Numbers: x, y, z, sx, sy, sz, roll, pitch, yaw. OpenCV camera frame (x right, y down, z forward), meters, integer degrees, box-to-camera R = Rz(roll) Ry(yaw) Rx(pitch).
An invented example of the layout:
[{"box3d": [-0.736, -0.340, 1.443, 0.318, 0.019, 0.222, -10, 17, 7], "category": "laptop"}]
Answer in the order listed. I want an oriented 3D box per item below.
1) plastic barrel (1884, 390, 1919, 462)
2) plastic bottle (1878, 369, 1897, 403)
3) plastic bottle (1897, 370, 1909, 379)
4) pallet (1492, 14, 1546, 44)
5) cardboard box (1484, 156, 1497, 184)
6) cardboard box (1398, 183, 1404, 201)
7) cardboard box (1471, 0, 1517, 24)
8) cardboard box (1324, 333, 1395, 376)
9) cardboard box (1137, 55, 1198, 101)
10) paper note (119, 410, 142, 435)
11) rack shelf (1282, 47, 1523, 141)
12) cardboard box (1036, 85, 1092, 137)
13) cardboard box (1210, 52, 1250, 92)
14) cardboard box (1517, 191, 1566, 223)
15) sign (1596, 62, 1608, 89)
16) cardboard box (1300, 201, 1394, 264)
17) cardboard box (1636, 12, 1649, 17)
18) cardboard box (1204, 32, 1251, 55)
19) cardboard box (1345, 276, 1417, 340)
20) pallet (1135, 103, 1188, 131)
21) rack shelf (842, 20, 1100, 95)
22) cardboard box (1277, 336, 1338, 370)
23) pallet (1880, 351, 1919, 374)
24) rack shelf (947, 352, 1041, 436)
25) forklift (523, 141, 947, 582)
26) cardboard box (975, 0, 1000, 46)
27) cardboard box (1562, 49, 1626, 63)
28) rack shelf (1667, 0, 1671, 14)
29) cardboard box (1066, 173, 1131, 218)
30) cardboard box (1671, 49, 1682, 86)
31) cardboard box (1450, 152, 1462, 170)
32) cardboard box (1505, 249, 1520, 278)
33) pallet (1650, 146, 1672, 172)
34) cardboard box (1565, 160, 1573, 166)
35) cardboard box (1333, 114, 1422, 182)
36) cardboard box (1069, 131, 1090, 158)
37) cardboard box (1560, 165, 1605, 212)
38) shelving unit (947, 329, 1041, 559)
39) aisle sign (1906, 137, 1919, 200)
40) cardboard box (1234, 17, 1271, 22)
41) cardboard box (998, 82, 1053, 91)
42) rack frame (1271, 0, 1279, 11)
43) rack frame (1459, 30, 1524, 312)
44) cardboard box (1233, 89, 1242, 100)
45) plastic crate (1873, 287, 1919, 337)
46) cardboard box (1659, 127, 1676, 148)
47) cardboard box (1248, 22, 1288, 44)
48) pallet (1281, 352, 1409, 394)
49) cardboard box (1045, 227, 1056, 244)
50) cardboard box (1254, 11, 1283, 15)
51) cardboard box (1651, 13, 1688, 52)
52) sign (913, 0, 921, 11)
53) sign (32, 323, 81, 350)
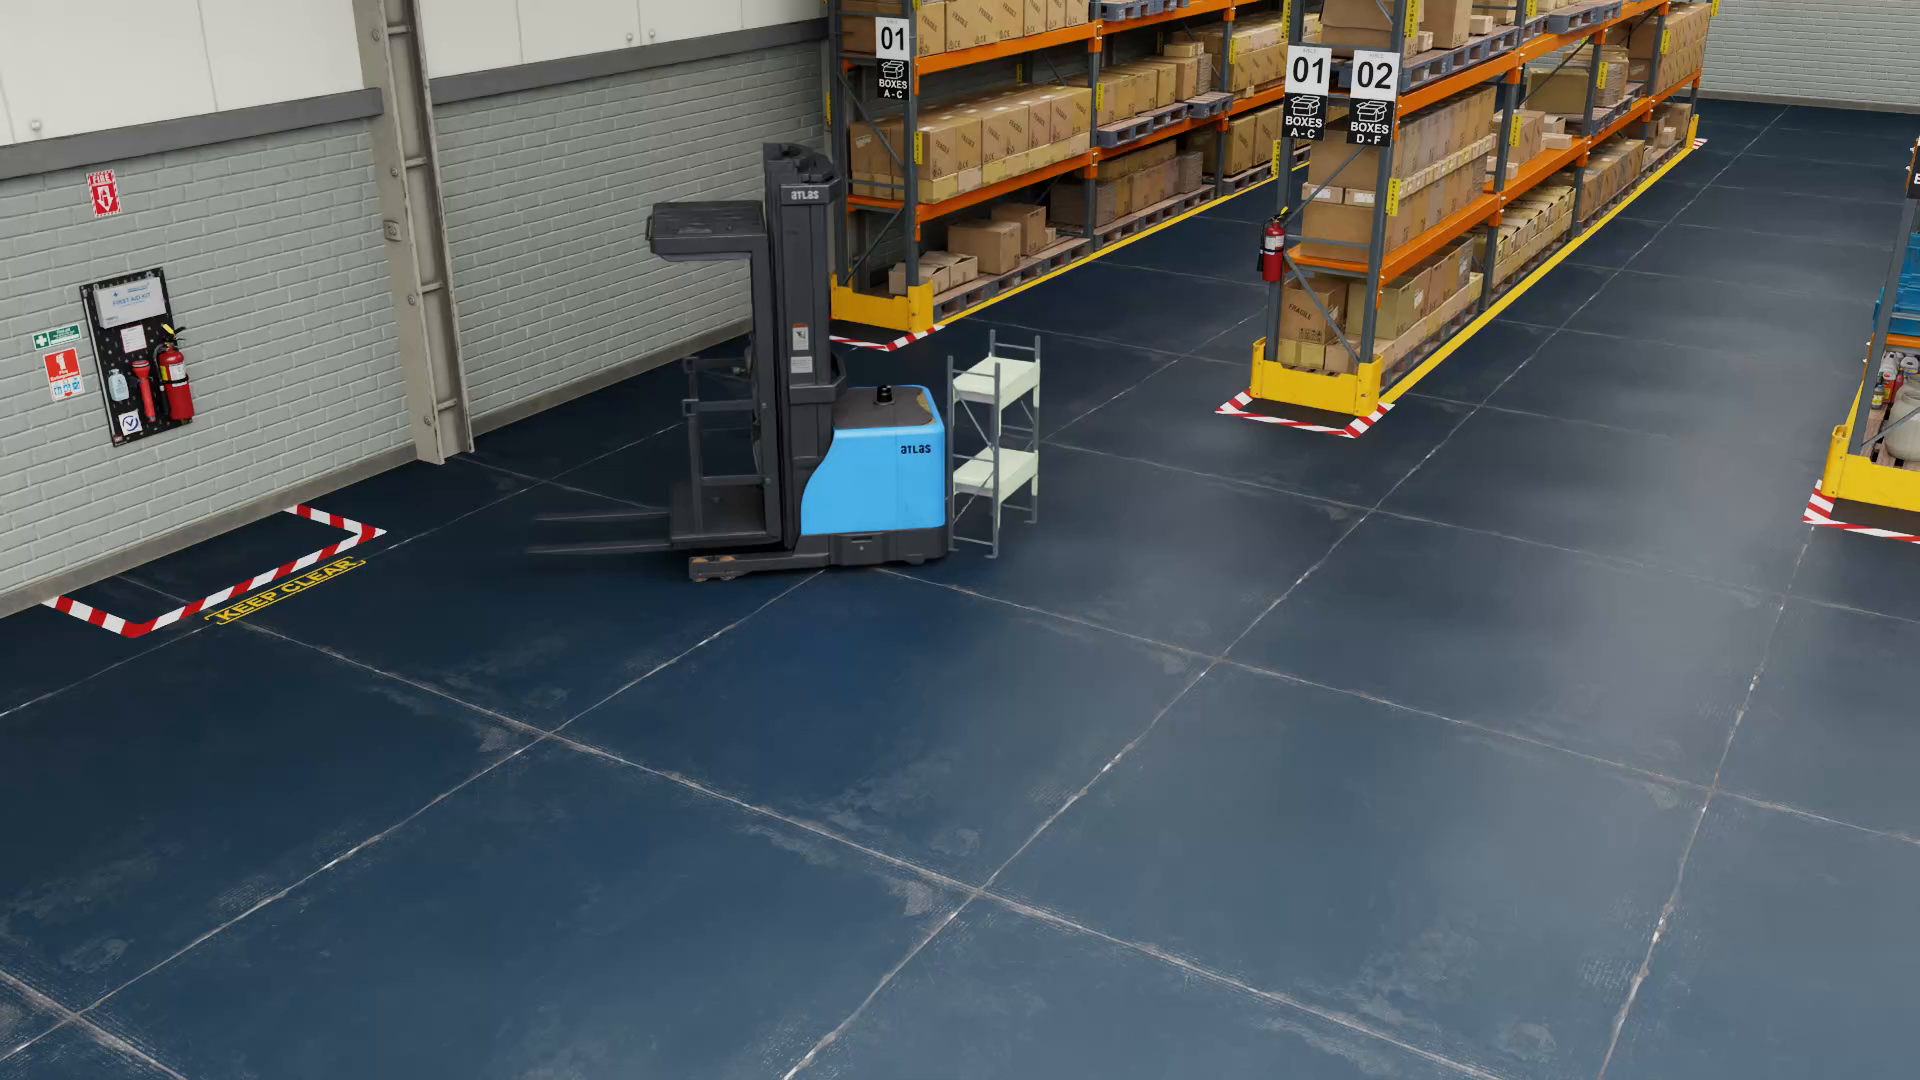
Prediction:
[{"box3d": [7.807, -0.932, 13.565, 0.421, 0.512, 0.421, 0, 23, 0], "category": "plastic barrel"}, {"box3d": [8.278, -1.386, 14.885, 0.152, 0.276, 0.135, 14, 27, 29], "category": "plastic bottle"}, {"box3d": [8.560, -1.444, 15.115, 0.097, 0.201, 0.097, 0, 23, 0], "category": "plastic bottle"}, {"box3d": [5.883, -5.621, 18.259, 0.805, 0.209, 1.217, 13, 26, 27], "category": "pallet"}, {"box3d": [5.651, -4.138, 18.558, 0.500, 0.250, 0.500, 16, 28, 32], "category": "cardboard box"}, {"box3d": [3.846, -3.202, 15.265, 0.380, 0.149, 0.250, 13, 27, 28], "category": "cardboard box"}, {"box3d": [5.762, -5.738, 17.950, 0.500, 0.250, 0.500, 17, 29, 34], "category": "cardboard box"}, {"box3d": [3.791, -1.747, 15.778, 0.500, 0.250, 0.500, 14, 27, 29], "category": "cardboard box"}, {"box3d": [2.817, -6.312, 22.710, 0.700, 0.500, 0.500, 11, 26, 24], "category": "cardboard box"}, {"box3d": [-5.910, -0.836, 11.849, 0.016, 0.148, 0.142, 14, 27, 29], "category": "paper note"}, {"box3d": [4.374, -4.403, 16.111, 1.077, 0.370, 4.000, 14, 27, 29], "category": "rack shelf"}, {"box3d": [1.232, -5.129, 19.877, 0.500, 0.500, 0.500, 14, 27, 29], "category": "cardboard box"}, {"box3d": [3.802, -6.721, 23.809, 0.500, 0.500, 0.500, 15, 27, 30], "category": "cardboard box"}, {"box3d": [7.203, -4.165, 20.658, 0.500, 0.311, 0.500, 13, 27, 28], "category": "cardboard box"}, {"box3d": [8.012, -5.798, 20.746, 0.100, 0.325, 0.005, 14, 27, 29], "category": "sign"}, {"box3d": [3.576, -2.883, 15.343, 0.700, 0.500, 0.500, 14, 27, 29], "category": "cardboard box"}, {"box3d": [10.229, -7.805, 25.455, 0.500, 0.500, 0.500, 14, 27, 29], "category": "cardboard box"}, {"box3d": [3.802, -7.063, 23.657, 0.500, 0.250, 0.500, 15, 27, 30], "category": "cardboard box"}, {"box3d": [4.053, -2.260, 16.020, 0.500, 0.500, 0.500, 14, 27, 29], "category": "cardboard box"}, {"box3d": [2.319, -5.654, 22.112, 1.003, 0.211, 1.213, 14, 27, 29], "category": "pallet"}, {"box3d": [0.163, -5.440, 18.506, 1.077, 0.370, 4.000, 14, 27, 29], "category": "rack shelf"}, {"box3d": [3.351, -1.856, 16.029, 0.500, 0.250, 0.500, 14, 27, 29], "category": "cardboard box"}, {"box3d": [9.245, -1.495, 15.773, 1.003, 0.211, 1.213, 14, 27, 29], "category": "pallet"}, {"box3d": [0.253, -1.078, 12.205, 0.431, 0.370, 0.720, 11, 26, 23], "category": "rack shelf"}, {"box3d": [-1.654, -1.272, 11.835, 3.031, 2.935, 1.130, -3, 24, -8], "category": "forklift"}, {"box3d": [0.081, -5.561, 17.728, 0.500, 0.500, 0.500, 15, 28, 31], "category": "cardboard box"}, {"box3d": [8.900, -6.612, 23.429, 0.700, 0.500, 0.500, 19, 30, 37], "category": "cardboard box"}, {"box3d": [10.704, -8.453, 25.467, 1.077, 0.370, 4.000, 14, 27, 29], "category": "rack shelf"}, {"box3d": [1.822, -4.560, 21.937, 0.700, 0.500, 0.500, 13, 27, 28], "category": "cardboard box"}, {"box3d": [10.682, -7.235, 25.396, 0.500, 0.500, 0.500, 14, 27, 29], "category": "cardboard box"}, {"box3d": [4.796, -3.811, 16.670, 0.380, 0.149, 0.250, 15, 27, 30], "category": "cardboard box"}, {"box3d": [6.123, -3.219, 19.179, 0.500, 0.250, 0.500, 15, 27, 30], "category": "cardboard box"}, {"box3d": [10.655, -6.097, 26.405, 1.003, 0.211, 1.213, 14, 27, 29], "category": "pallet"}, {"box3d": [8.106, -4.976, 22.897, 0.500, 0.500, 0.500, 13, 27, 27], "category": "cardboard box"}, {"box3d": [3.877, -3.674, 15.539, 0.700, 0.500, 0.500, 13, 27, 28], "category": "cardboard box"}, {"box3d": [1.226, -4.786, 20.028, 0.500, 0.250, 0.500, 14, 27, 29], "category": "cardboard box"}, {"box3d": [8.293, -4.708, 22.279, 0.500, 0.500, 0.500, 13, 27, 27], "category": "cardboard box"}, {"box3d": [0.253, -0.720, 12.360, 0.431, 1.500, 0.755, 11, 26, 23], "category": "shelving unit"}, {"box3d": [7.235, -2.874, 12.175, 0.394, 0.787, 0.004, 14, 27, 29], "category": "aisle sign"}, {"box3d": [4.444, -7.856, 25.487, 0.500, 0.250, 0.500, 13, 27, 27], "category": "cardboard box"}, {"box3d": [0.793, -5.238, 20.130, 0.500, 0.500, 0.500, 13, 27, 28], "category": "cardboard box"}, {"box3d": [5.438, -7.769, 26.756, 1.000, 3.000, 0.127, 14, 27, 29], "category": "rack frame"}, {"box3d": [5.429, -4.032, 18.123, 1.000, 3.000, 0.127, 14, 27, 29], "category": "rack frame"}, {"box3d": [3.839, -6.458, 24.020, 0.380, 0.149, 0.250, 14, 27, 30], "category": "cardboard box"}, {"box3d": [7.535, -1.806, 13.169, 0.499, 0.251, 0.616, 14, 27, 29], "category": "plastic crate"}, {"box3d": [11.155, -6.473, 26.669, 0.500, 0.250, 0.500, 14, 27, 29], "category": "cardboard box"}, {"box3d": [4.594, -7.578, 24.846, 0.500, 0.250, 0.500, 13, 27, 28], "category": "cardboard box"}, {"box3d": [3.687, -1.669, 16.175, 1.003, 0.211, 1.213, 14, 27, 29], "category": "pallet"}, {"box3d": [0.962, -3.784, 20.562, 0.380, 0.166, 0.250, 10, 25, 22], "category": "cardboard box"}, {"box3d": [4.974, -8.204, 26.291, 0.500, 0.250, 0.500, 15, 27, 31], "category": "cardboard box"}, {"box3d": [10.680, -7.684, 25.176, 0.500, 0.500, 0.500, 13, 27, 27], "category": "cardboard box"}, {"box3d": [-0.431, -5.383, 16.368, 0.100, 0.325, 0.005, 14, 27, 29], "category": "sign"}, {"box3d": [-6.127, -1.379, 11.284, 0.001, 0.109, 0.331, 14, 27, 29], "category": "sign"}]
